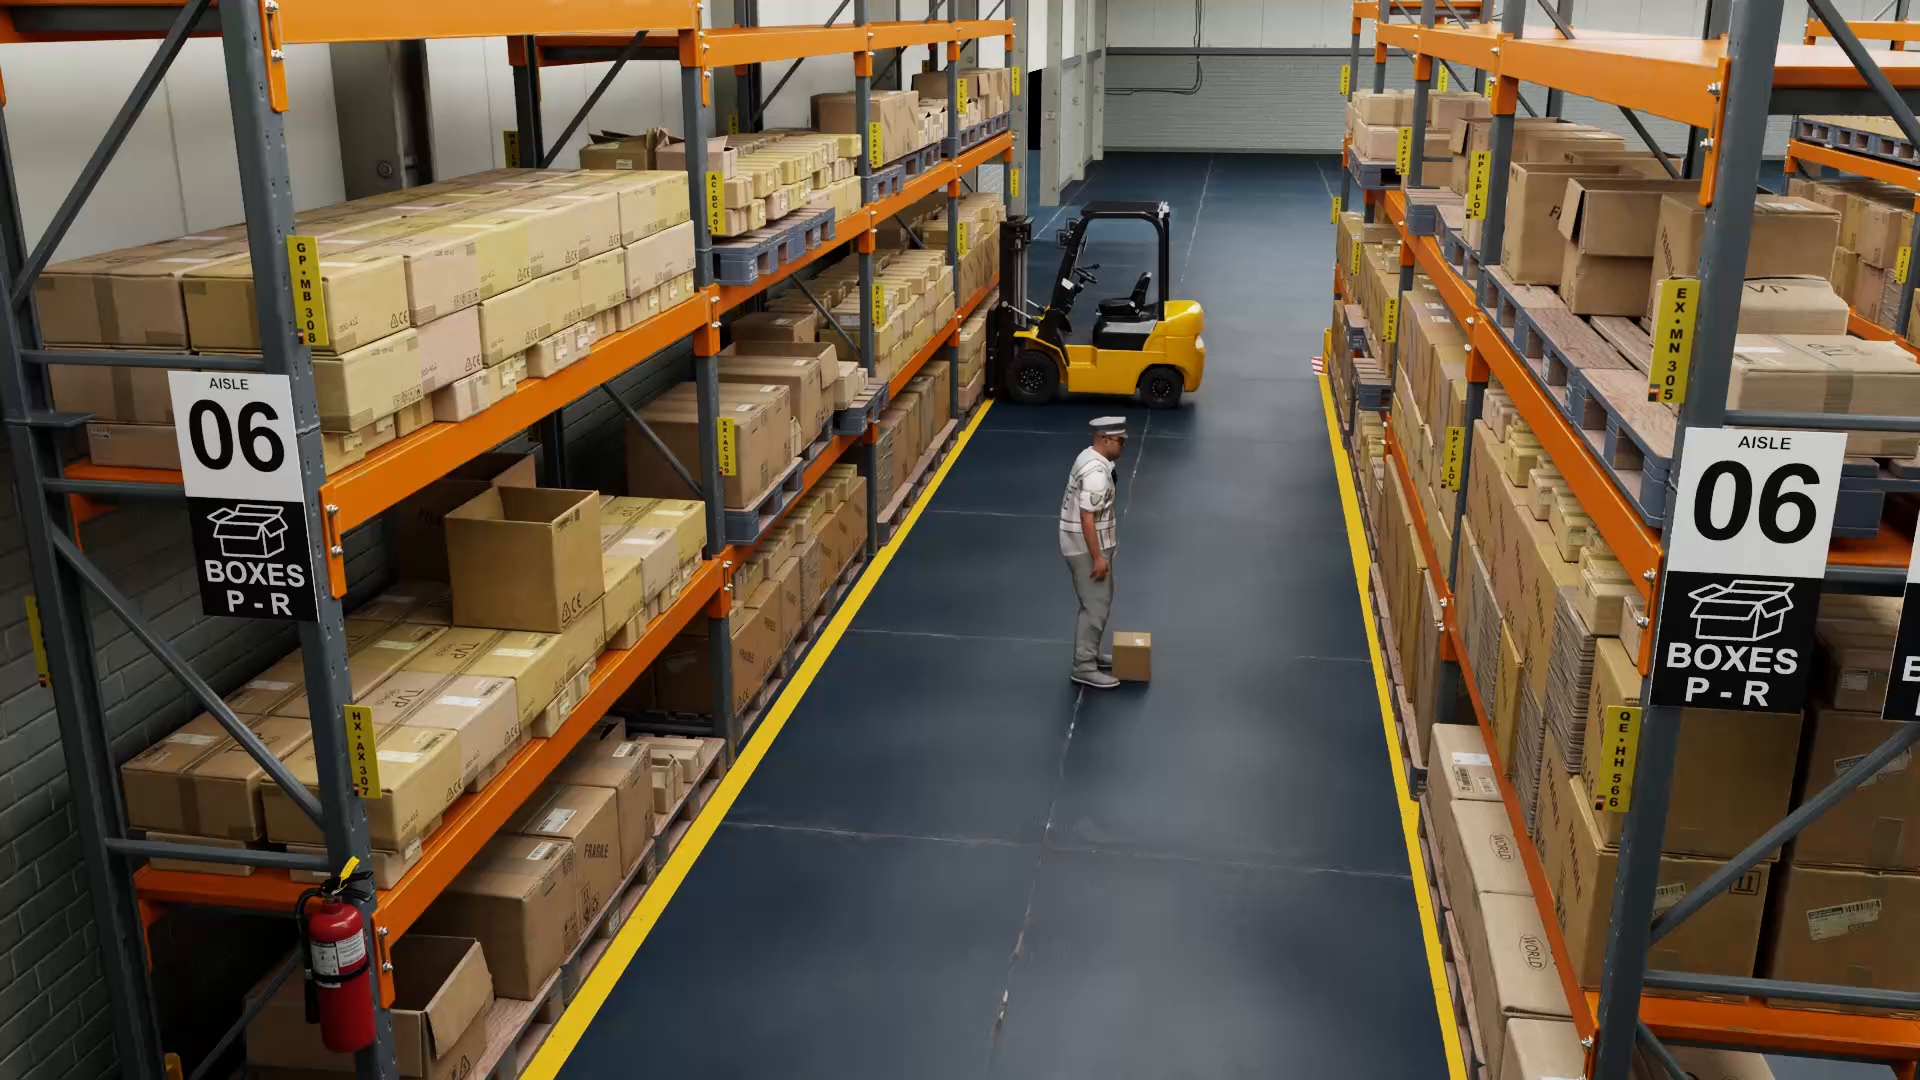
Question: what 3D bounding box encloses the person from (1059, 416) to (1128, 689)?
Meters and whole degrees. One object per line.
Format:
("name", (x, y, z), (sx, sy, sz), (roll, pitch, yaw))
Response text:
("person", (0.864, 0.052, 10.879), (0.437, 1.747, 0.596), (2, 18, 5))
